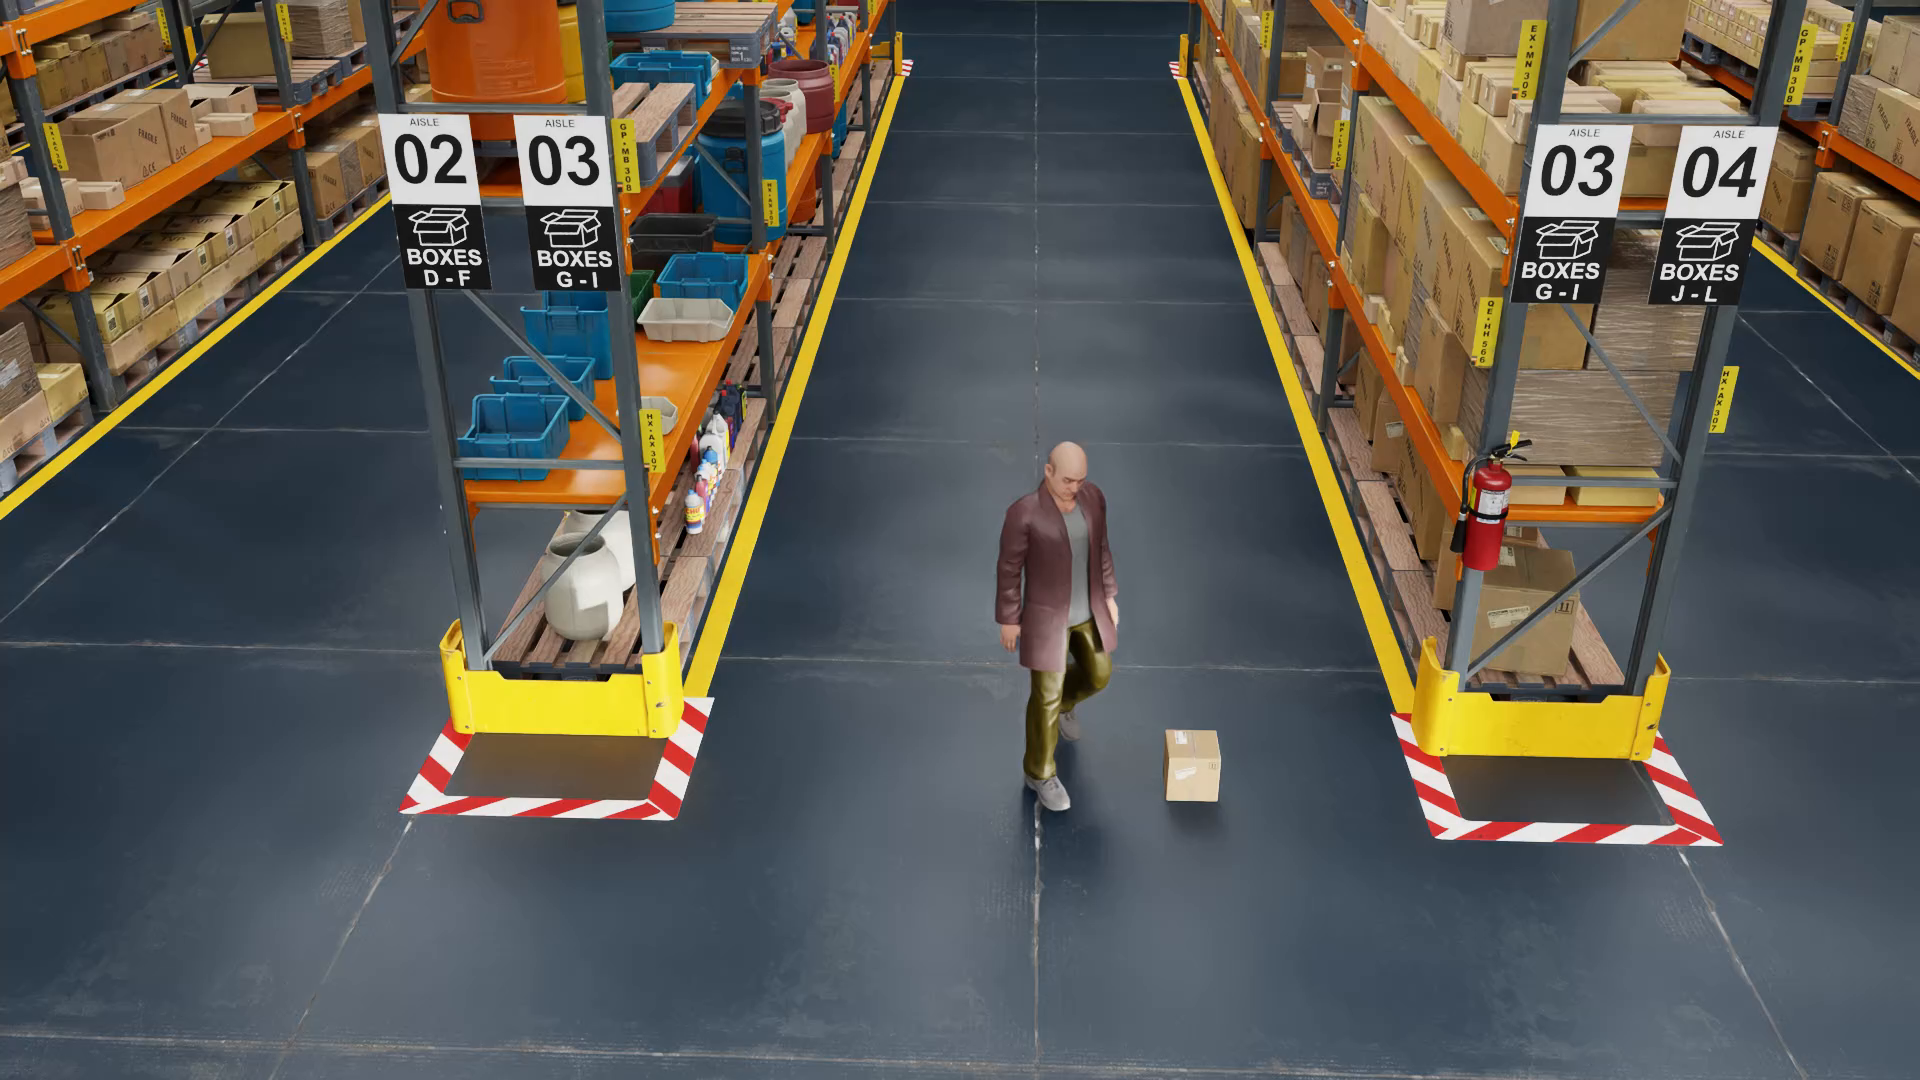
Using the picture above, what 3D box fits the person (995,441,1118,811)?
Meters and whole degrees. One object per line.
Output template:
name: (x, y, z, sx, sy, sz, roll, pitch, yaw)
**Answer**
person: (0.483, 0.343, 7.962, 0.640, 1.760, 0.761, -17, 32, -29)
